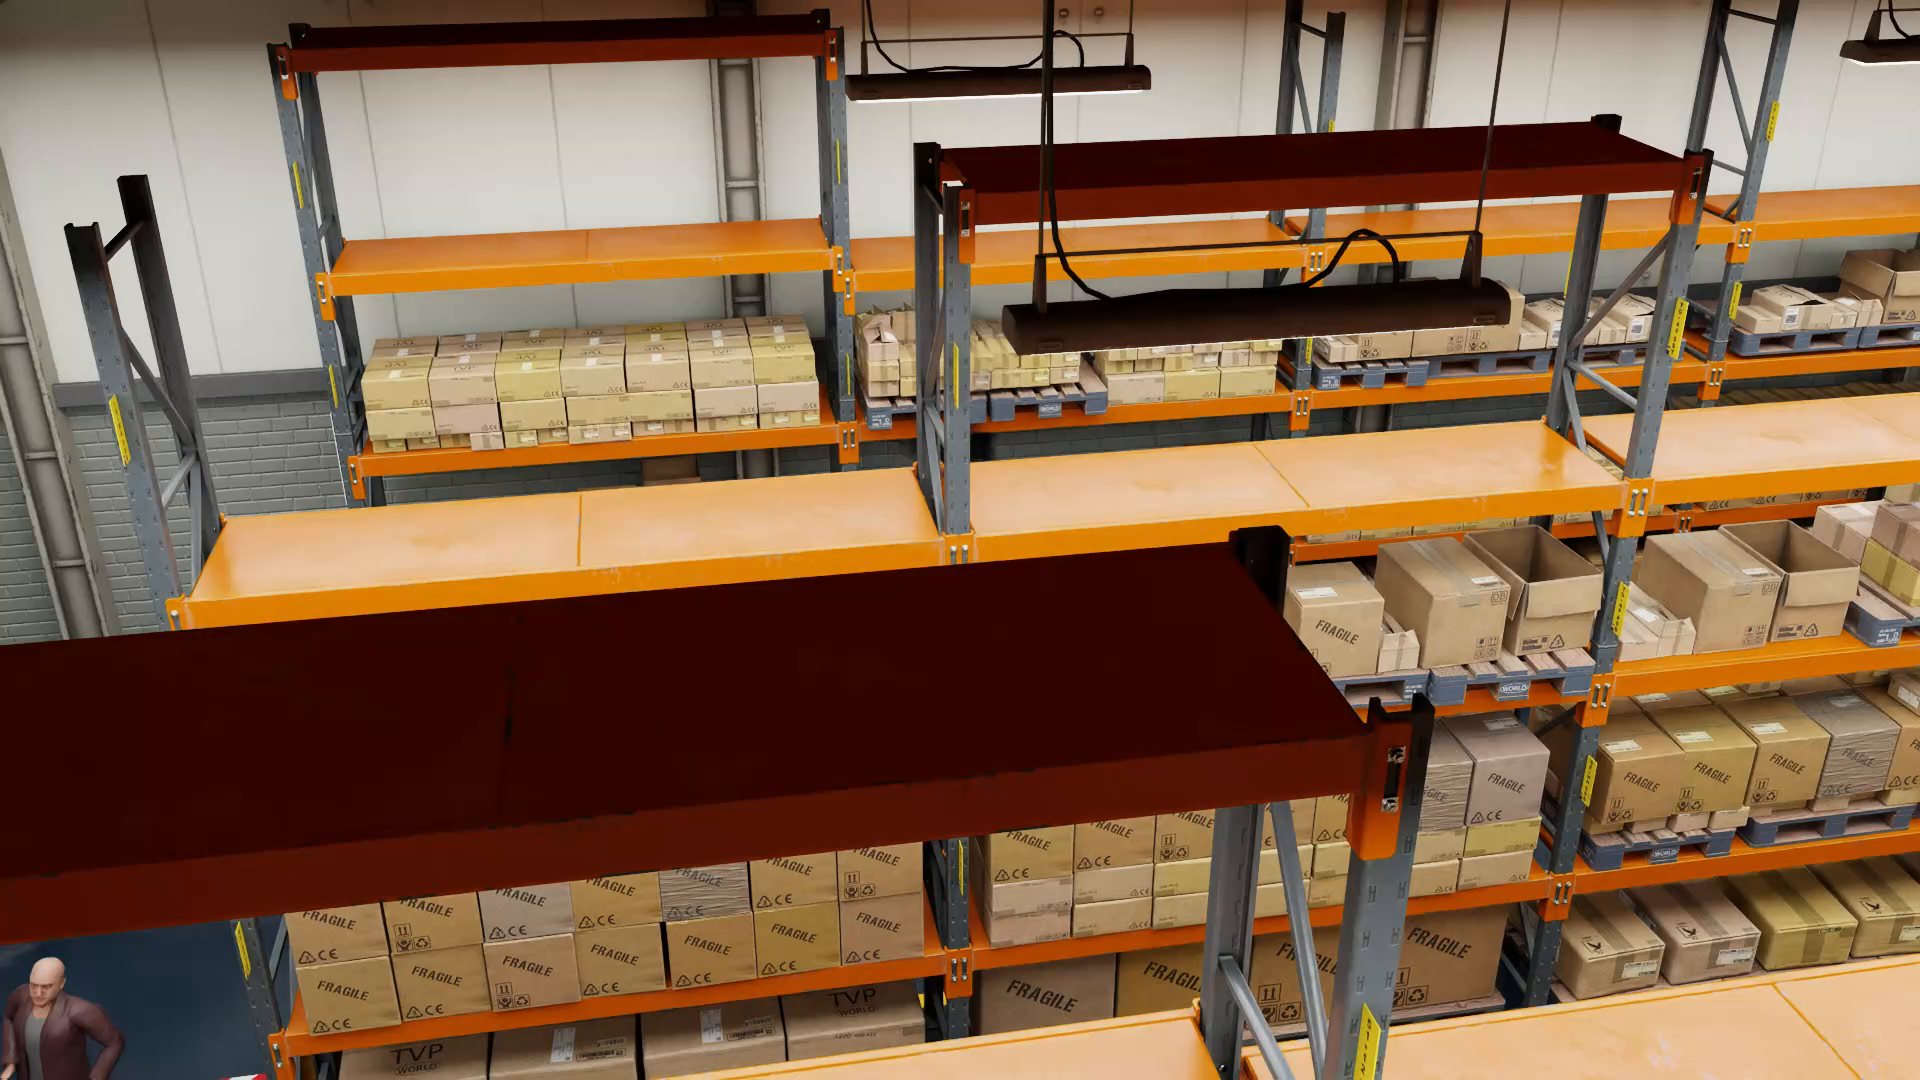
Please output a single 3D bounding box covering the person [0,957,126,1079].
[{"bbox_3d":[-5.260,3.181,9.757,0.771,1.721,0.805,7,27,14],"label":"person"}]
